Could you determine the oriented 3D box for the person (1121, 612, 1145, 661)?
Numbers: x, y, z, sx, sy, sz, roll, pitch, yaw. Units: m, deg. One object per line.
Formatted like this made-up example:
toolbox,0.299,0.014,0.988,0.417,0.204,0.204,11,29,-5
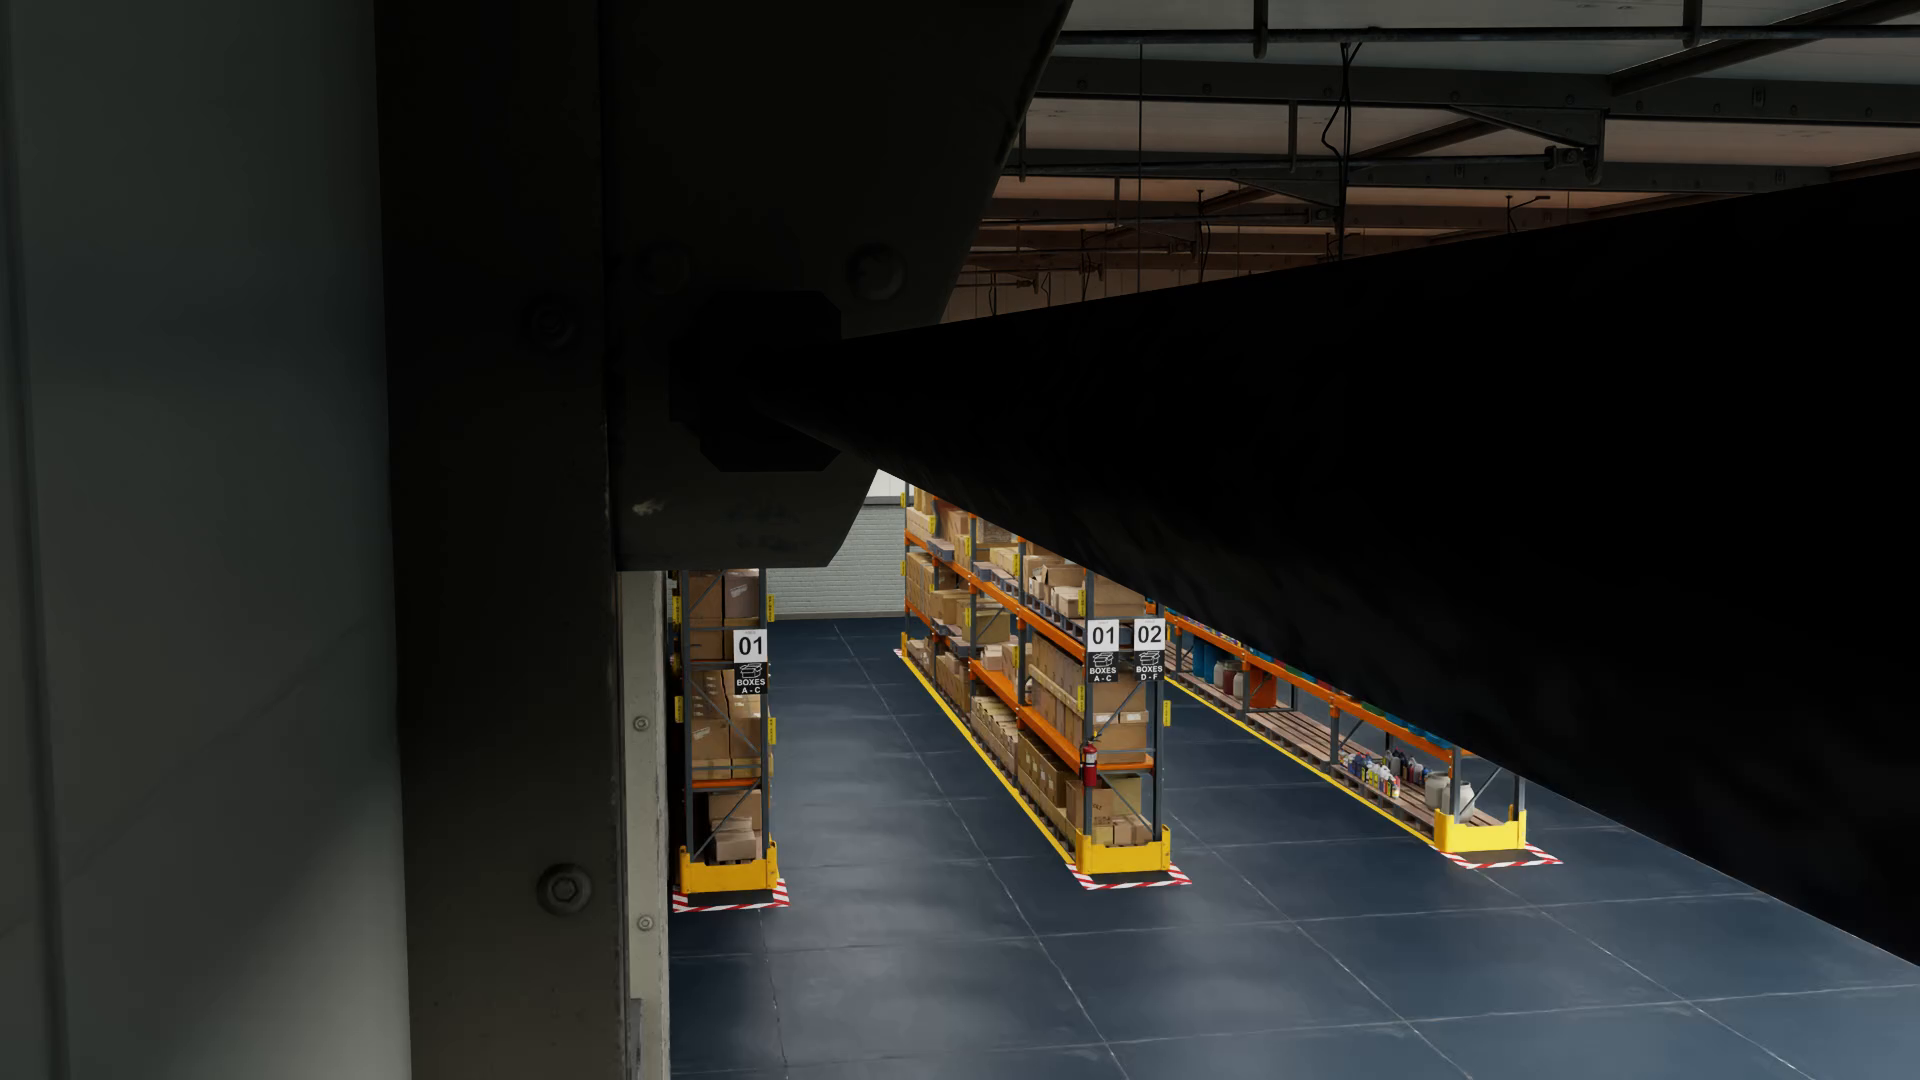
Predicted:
person,3.468,2.007,33.636,0.604,1.770,0.637,3,6,23
